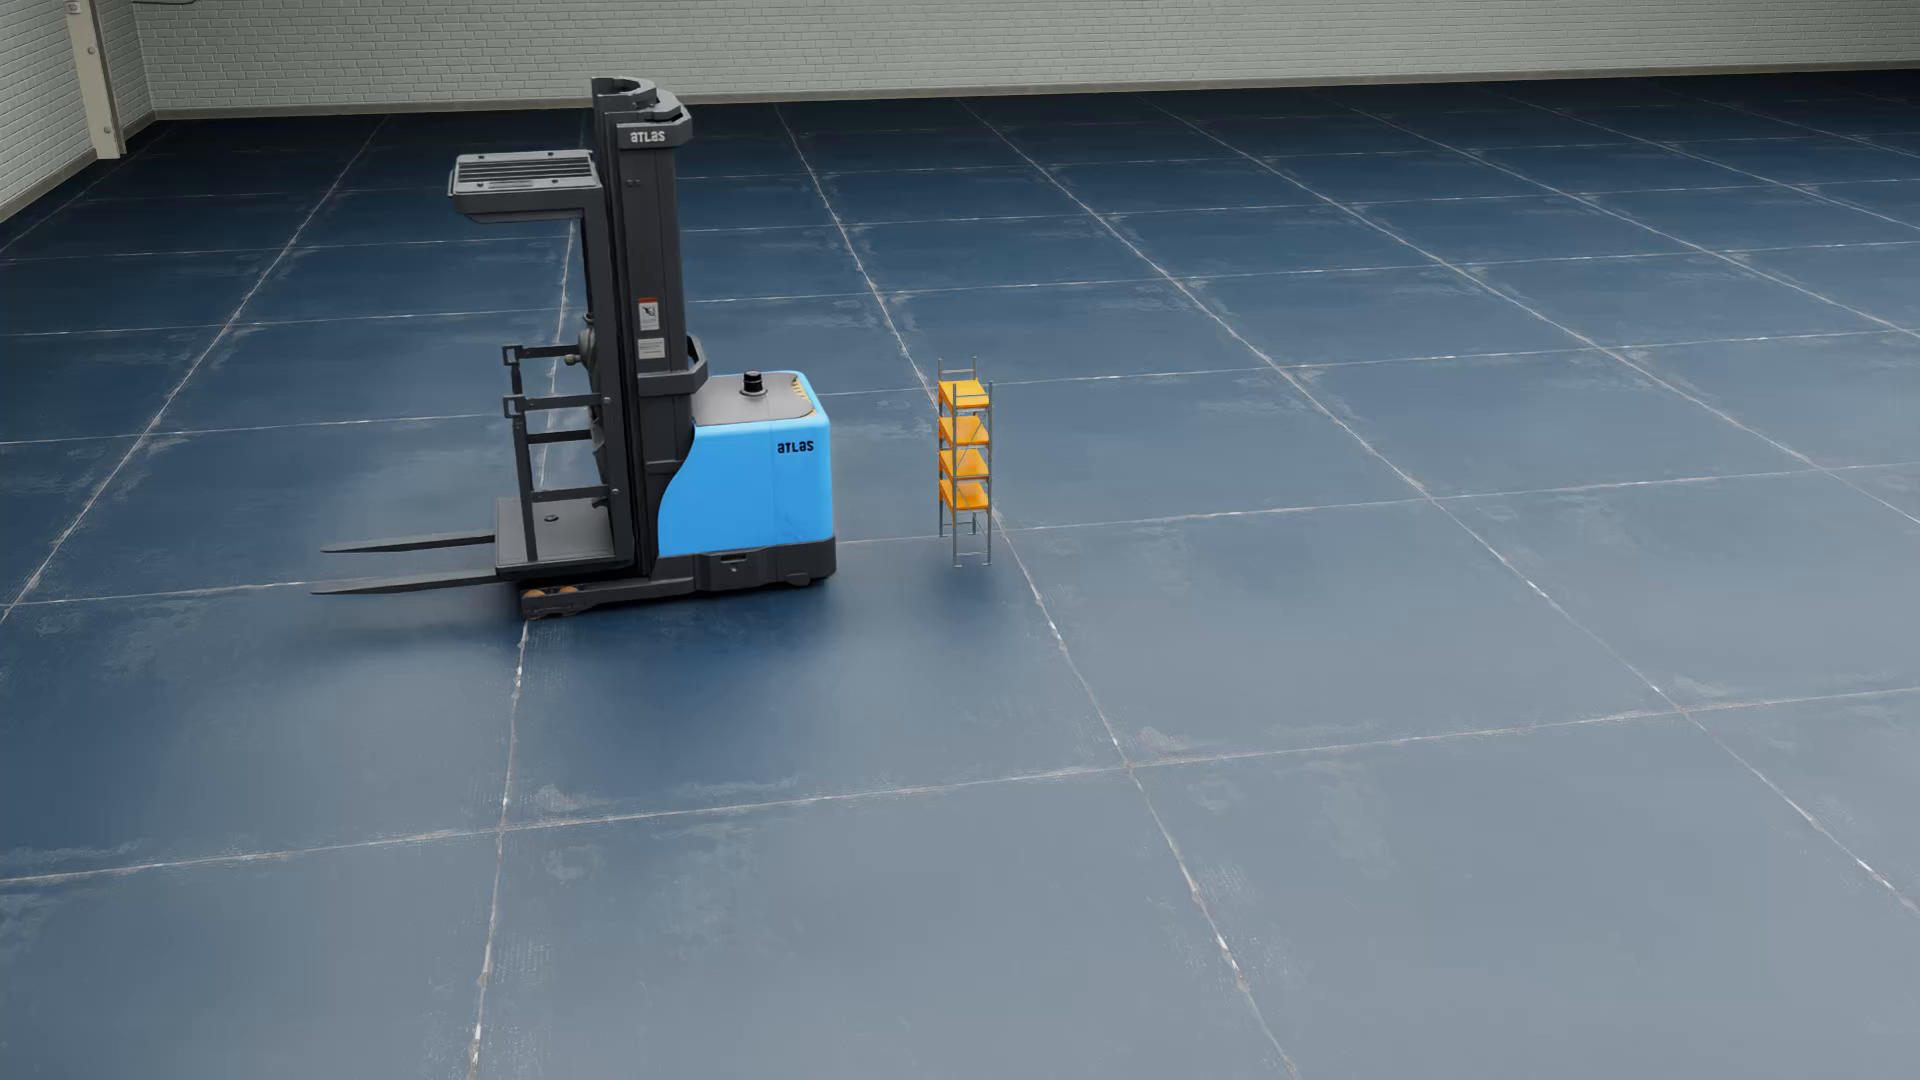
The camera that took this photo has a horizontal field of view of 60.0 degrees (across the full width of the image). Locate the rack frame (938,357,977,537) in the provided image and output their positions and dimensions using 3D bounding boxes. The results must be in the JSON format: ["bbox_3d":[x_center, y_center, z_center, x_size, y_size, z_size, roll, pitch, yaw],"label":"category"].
[{"bbox_3d":[-0.015,-0.581,10.581,0.240,1.200,0.015,-4,24,-10],"label":"rack frame"}]

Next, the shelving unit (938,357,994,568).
[{"bbox_3d":[0.031,-0.485,10.361,0.258,1.200,0.503,-4,24,-10],"label":"shelving unit"}]

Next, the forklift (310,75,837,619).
[{"bbox_3d":[-2.328,-1.115,9.640,3.031,2.935,1.130,-6,24,-13],"label":"forklift"}]

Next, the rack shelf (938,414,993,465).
[{"bbox_3d":[0.031,-0.628,10.298,0.258,0.148,0.480,-4,24,-10],"label":"rack shelf"}]

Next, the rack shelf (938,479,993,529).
[{"bbox_3d":[0.031,-0.241,10.467,0.258,0.148,0.480,-4,24,-10],"label":"rack shelf"}]

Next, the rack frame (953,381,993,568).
[{"bbox_3d":[0.076,-0.389,10.141,0.240,1.200,0.015,-4,24,-10],"label":"rack frame"}]

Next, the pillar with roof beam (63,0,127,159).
[{"bbox_3d":[-7.420,-9.714,21.748,9.100,9.000,0.400,-4,24,-10],"label":"pillar with roof beam"}]

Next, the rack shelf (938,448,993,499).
[{"bbox_3d":[0.031,-0.423,10.388,0.258,0.148,0.480,-4,24,-10],"label":"rack shelf"}]

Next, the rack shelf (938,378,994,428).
[{"bbox_3d":[0.031,-0.845,10.203,0.258,0.148,0.480,-4,24,-10],"label":"rack shelf"}]

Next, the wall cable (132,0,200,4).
[{"bbox_3d":[-10.896,-9.229,24.517,3.097,2.526,0.112,-4,24,-10],"label":"wall cable"}]
